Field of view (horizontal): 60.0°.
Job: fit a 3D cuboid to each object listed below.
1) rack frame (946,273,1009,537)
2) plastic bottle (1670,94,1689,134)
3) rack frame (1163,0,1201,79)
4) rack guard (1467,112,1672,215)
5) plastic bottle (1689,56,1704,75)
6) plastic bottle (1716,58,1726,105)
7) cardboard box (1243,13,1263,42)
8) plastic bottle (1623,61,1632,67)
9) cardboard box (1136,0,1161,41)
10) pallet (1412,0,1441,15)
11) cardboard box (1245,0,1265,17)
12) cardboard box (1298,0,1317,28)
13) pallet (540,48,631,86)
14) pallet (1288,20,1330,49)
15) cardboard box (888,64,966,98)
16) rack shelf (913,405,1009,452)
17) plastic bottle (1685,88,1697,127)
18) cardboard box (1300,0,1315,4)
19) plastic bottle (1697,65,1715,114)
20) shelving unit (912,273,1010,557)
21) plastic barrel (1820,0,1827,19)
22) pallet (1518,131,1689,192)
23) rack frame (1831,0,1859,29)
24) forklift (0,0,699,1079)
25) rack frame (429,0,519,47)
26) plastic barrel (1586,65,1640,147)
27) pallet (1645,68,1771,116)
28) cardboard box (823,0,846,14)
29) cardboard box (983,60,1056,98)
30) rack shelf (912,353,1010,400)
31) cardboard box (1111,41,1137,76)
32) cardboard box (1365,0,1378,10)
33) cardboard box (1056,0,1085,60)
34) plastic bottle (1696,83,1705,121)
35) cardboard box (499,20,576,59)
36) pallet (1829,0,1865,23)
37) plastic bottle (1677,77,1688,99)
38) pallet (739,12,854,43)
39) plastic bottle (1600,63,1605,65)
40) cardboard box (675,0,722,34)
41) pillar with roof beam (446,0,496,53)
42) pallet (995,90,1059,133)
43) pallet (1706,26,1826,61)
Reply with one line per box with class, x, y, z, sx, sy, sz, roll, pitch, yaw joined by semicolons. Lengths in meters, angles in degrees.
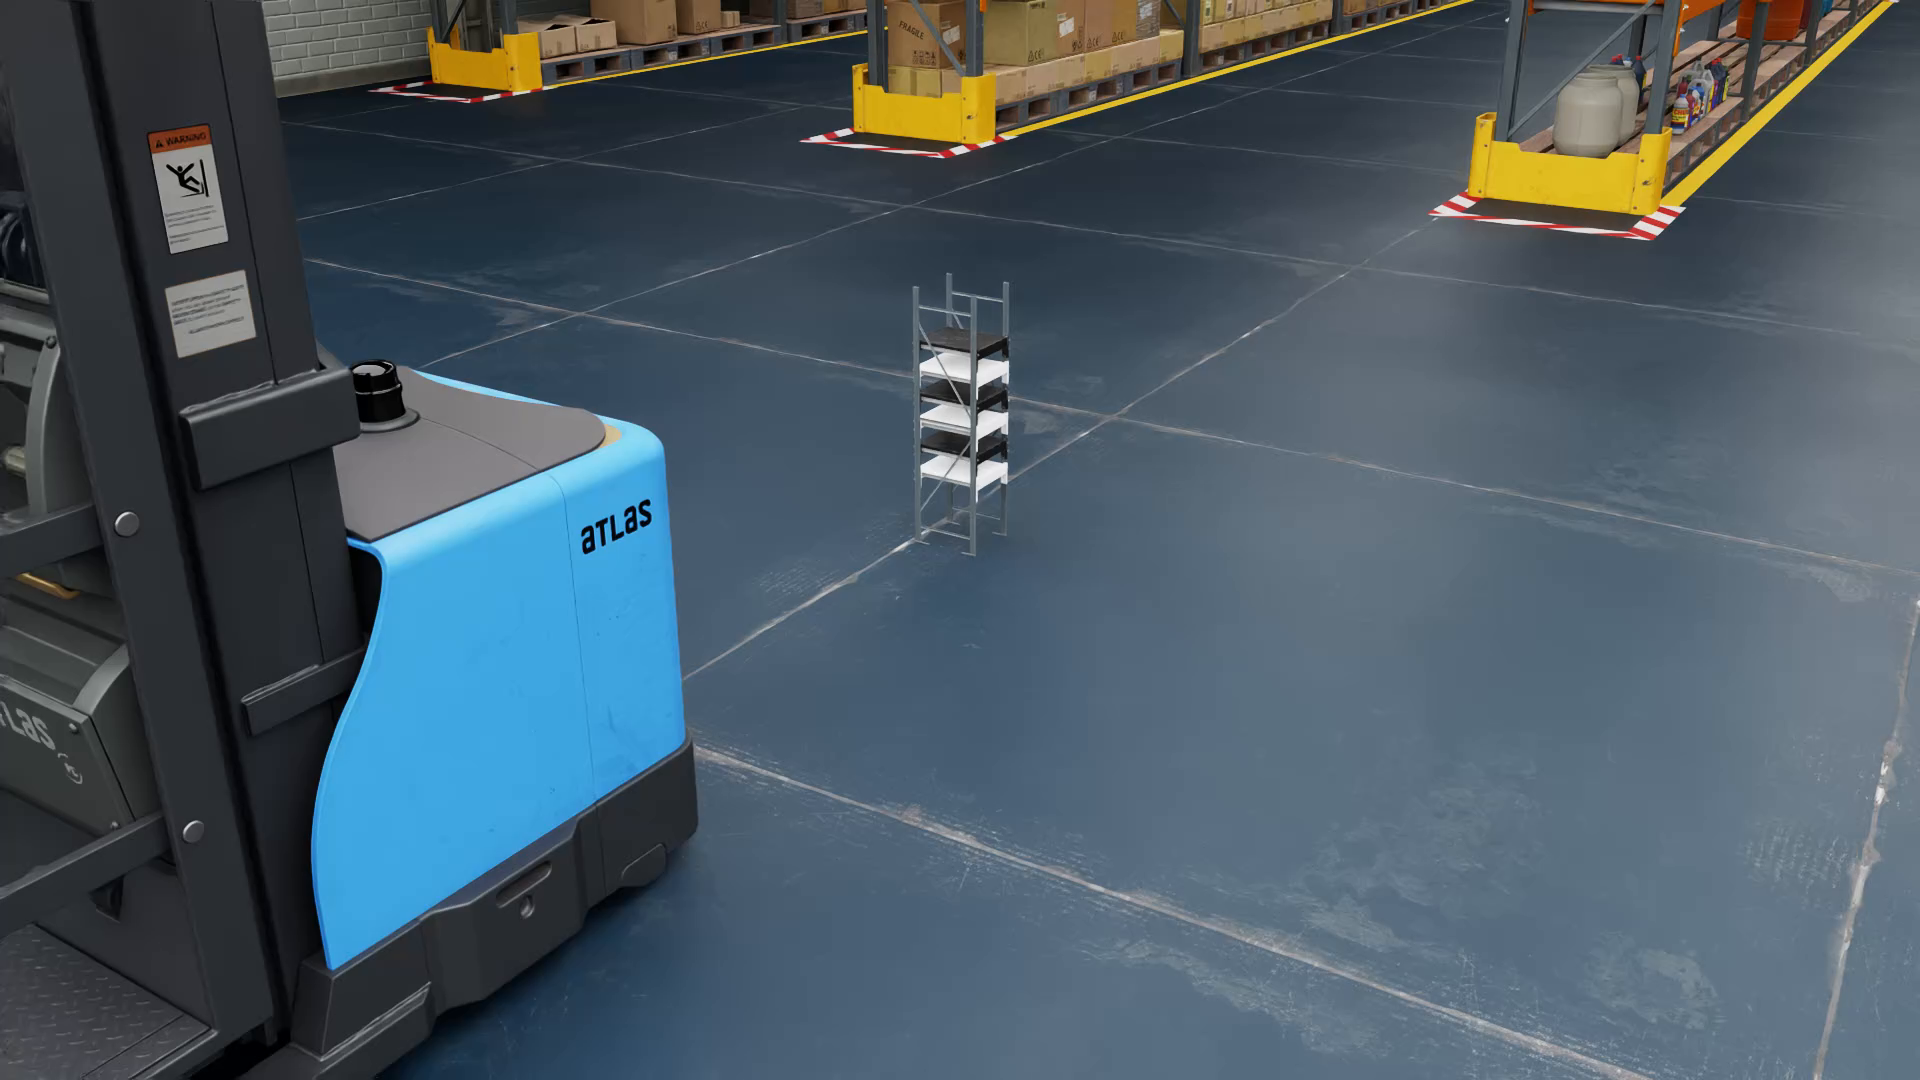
rack frame;0.058;-0.450;5.657;0.240;0.900;0.006;14;27;29
plastic bottle;5.152;-3.053;11.907;0.097;0.271;0.097;0;23;0
rack frame;1.834;-5.946;15.709;1.000;3.000;0.127;14;27;29
rack guard;3.931;-2.445;10.768;1.175;0.500;0.348;14;27;29
plastic bottle;5.823;-3.645;13.175;0.144;0.351;0.185;14;27;29
plastic bottle;5.946;-3.615;13.105;0.144;0.351;0.185;13;27;28
cardboard box;2.799;-5.308;17.169;0.500;0.250;0.500;13;27;27
plastic bottle;5.353;-3.728;13.460;0.152;0.276;0.135;15;28;31
cardboard box;1.502;-4.852;15.171;0.500;0.500;0.500;14;27;29
pallet;5.657;-7.084;21.847;1.003;0.211;1.213;14;27;29
cardboard box;2.805;-5.564;17.053;0.500;0.311;0.500;13;27;27
cardboard box;3.605;-5.823;18.358;0.500;0.250;0.500;14;27;28
pallet;-3.987;-4.645;16.215;1.003;0.211;1.213;14;27;29
pallet;3.477;-5.746;18.758;1.003;0.211;1.213;14;27;29
cardboard box;-0.244;-3.769;13.614;0.500;0.250;0.500;14;27;29
rack shelf;0.004;-0.385;5.591;0.258;0.077;0.200;14;27;29
plastic bottle;5.333;-3.168;12.174;0.097;0.271;0.097;0;23;0
cardboard box;3.609;-6.079;18.243;0.500;0.311;0.500;13;27;28
plastic bottle;5.674;-3.441;12.704;0.144;0.351;0.185;14;27;29
shelving unit;0.004;-0.416;5.578;0.258;0.900;0.210;14;27;29
plastic barrel;9.586;-6.417;18.911;0.600;0.901;0.708;14;27;29
pallet;4.364;-2.585;11.456;1.003;0.211;1.213;14;27;29
rack frame;10.261;-7.606;19.545;1.000;3.000;0.127;14;27;29
forklift;-1.847;-0.212;2.551;1.130;2.935;3.031;14;27;30
rack frame;-4.486;-5.632;14.985;1.000;3.000;0.127;14;27;29
plastic barrel;4.477;-3.015;11.541;0.421;0.512;0.421;0;23;0
pallet;6.422;-3.900;14.493;1.003;0.211;1.213;14;27;29
cardboard box;-1.772;-6.474;19.522;0.700;0.500;0.500;13;27;28
cardboard box;0.457;-3.830;13.755;0.500;0.250;0.500;14;27;29
rack shelf;0.004;-0.550;5.519;0.258;0.077;0.200;14;27;29
cardboard box;1.252;-4.336;14.922;0.500;0.250;0.500;14;27;29
cardboard box;4.699;-6.622;19.864;0.500;0.500;0.500;13;27;27
cardboard box;0.711;-4.346;14.001;0.500;0.500;0.500;14;27;29
plastic bottle;5.492;-3.271;12.410;0.097;0.271;0.097;0;23;0
cardboard box;-4.045;-4.815;15.928;0.500;0.311;0.500;11;26;23
pallet;10.616;-6.583;20.691;1.003;0.211;1.213;14;27;29
plastic bottle;5.494;-3.378;12.643;0.061;0.283;0.133;14;27;29
pallet;-1.967;-5.966;19.265;1.003;0.211;1.213;14;27;29
plastic bottle;4.939;-3.500;12.840;0.144;0.351;0.185;14;27;29
cardboard box;-2.889;-5.679;17.684;0.500;0.500;0.500;12;26;25
pillar with roof beam;-1.194;-7.901;12.674;9.100;9.000;0.400;14;27;29
pallet;0.092;-3.583;13.761;1.003;0.211;1.213;14;27;29
pallet;8.531;-5.252;17.615;1.003;0.211;1.213;14;27;29
